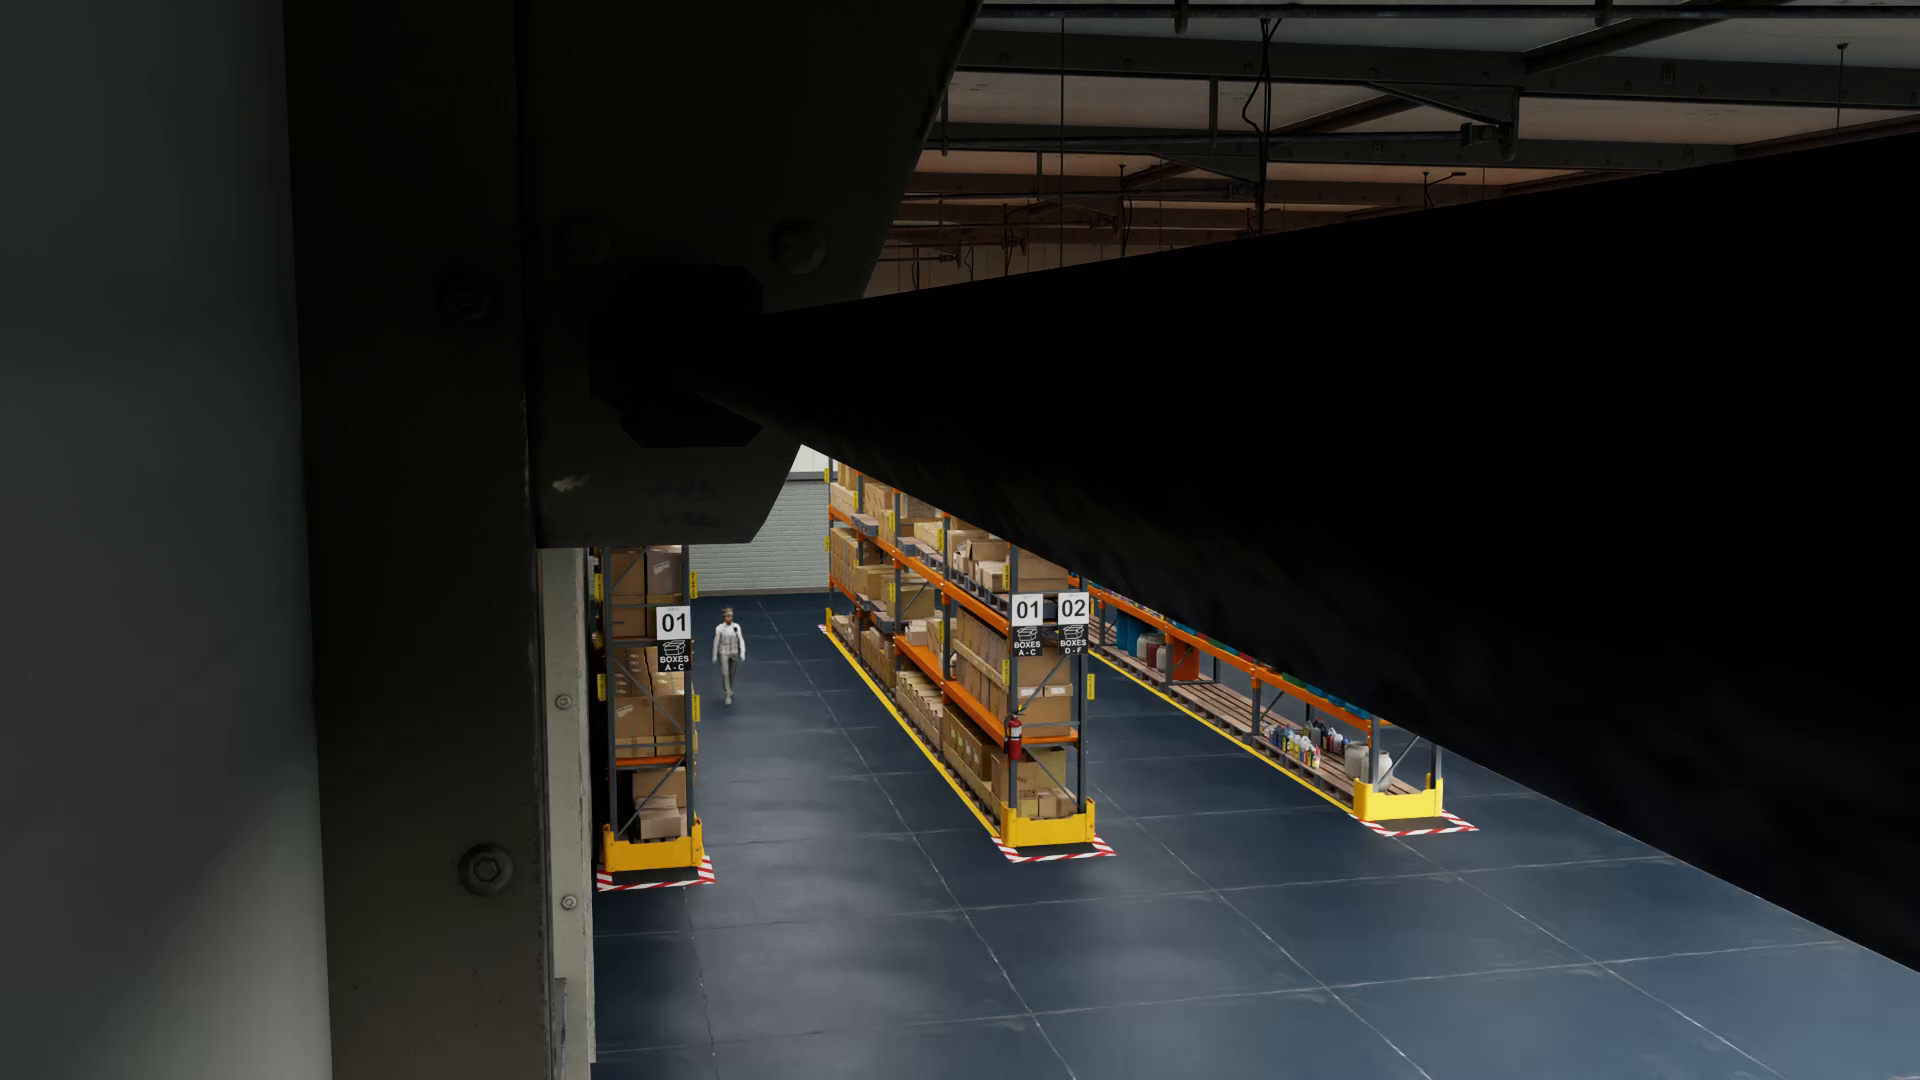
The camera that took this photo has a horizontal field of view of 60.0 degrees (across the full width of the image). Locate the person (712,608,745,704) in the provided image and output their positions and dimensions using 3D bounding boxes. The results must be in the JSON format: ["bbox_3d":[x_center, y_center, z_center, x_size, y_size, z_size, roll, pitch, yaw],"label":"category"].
[{"bbox_3d":[-4.064,2.012,29.369,0.538,1.619,1.015,-3,7,-22],"label":"person"}]
